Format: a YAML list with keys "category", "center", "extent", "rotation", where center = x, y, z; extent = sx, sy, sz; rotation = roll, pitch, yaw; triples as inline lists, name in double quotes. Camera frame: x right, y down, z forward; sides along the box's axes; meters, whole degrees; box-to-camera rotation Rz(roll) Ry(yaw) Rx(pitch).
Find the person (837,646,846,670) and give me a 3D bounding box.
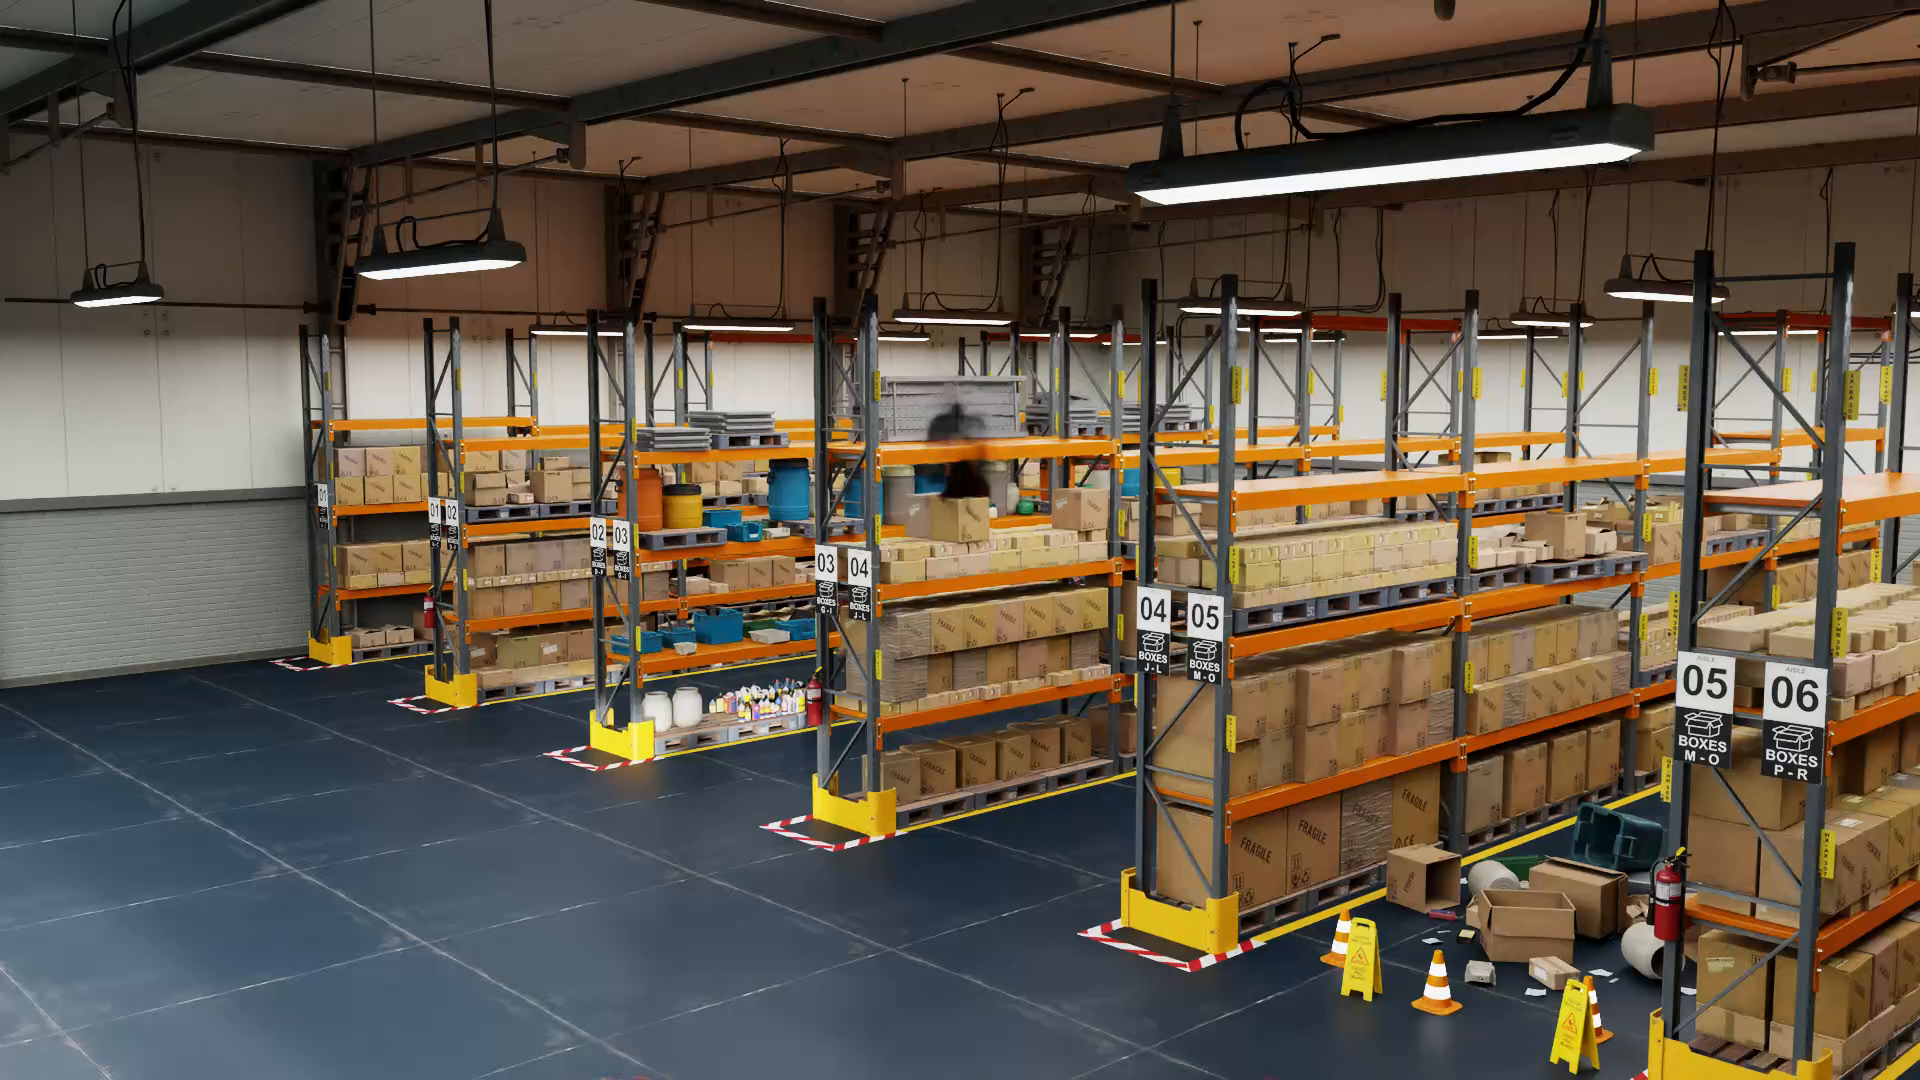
- category: "person"
  center: [-1.718, 1.555, 27.045]
  extent: [0.692, 1.741, 0.660]
  rotation: [4, 7, 37]
